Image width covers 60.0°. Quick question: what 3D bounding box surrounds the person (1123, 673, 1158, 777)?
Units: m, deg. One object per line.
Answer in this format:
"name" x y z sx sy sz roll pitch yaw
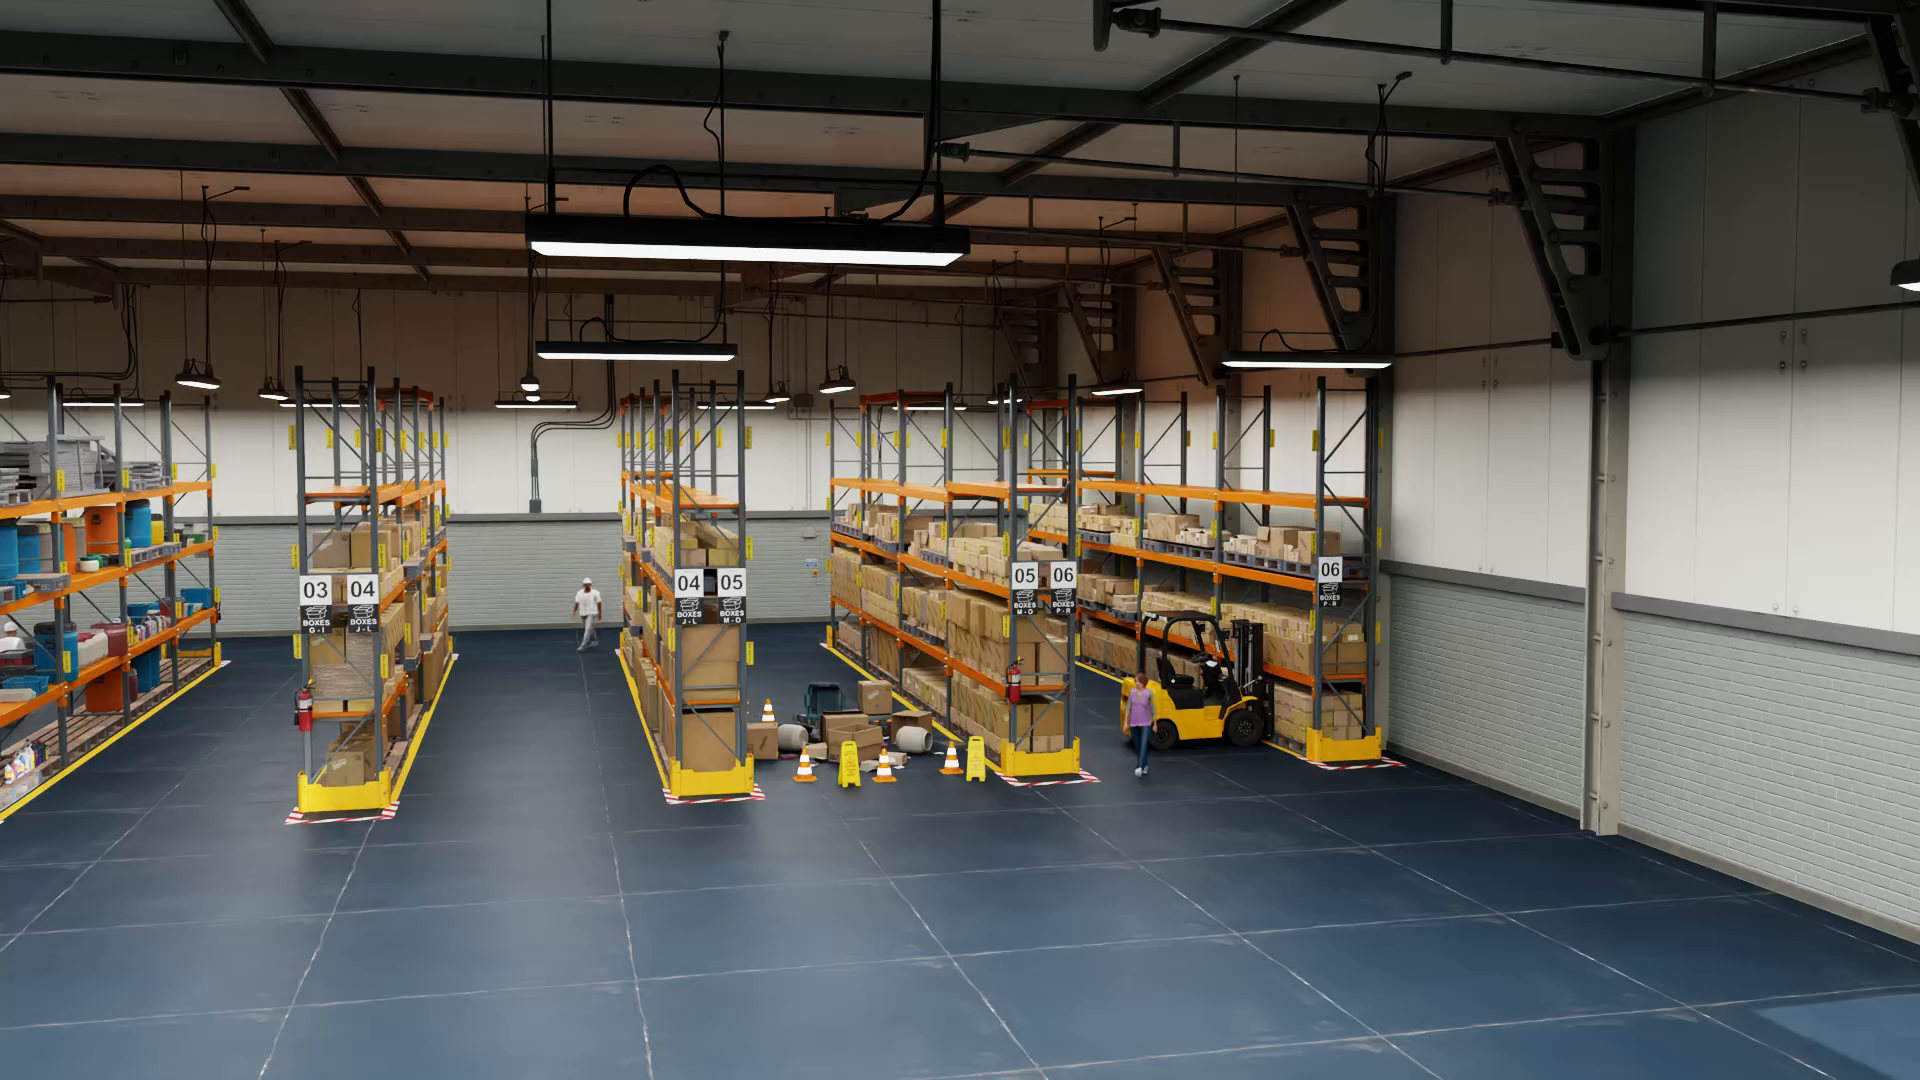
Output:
"person" 2.635 2.743 24.619 0.446 1.546 0.978 2 4 28

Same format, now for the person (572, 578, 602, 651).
"person" -8.924 1.757 39.647 0.555 1.702 1.058 1 4 21

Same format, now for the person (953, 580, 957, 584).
"person" -0.164 1.687 40.996 0.748 1.782 0.630 0 3 -2

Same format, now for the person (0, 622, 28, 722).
"person" -16.879 2.351 29.587 0.599 1.780 0.527 0 3 4
